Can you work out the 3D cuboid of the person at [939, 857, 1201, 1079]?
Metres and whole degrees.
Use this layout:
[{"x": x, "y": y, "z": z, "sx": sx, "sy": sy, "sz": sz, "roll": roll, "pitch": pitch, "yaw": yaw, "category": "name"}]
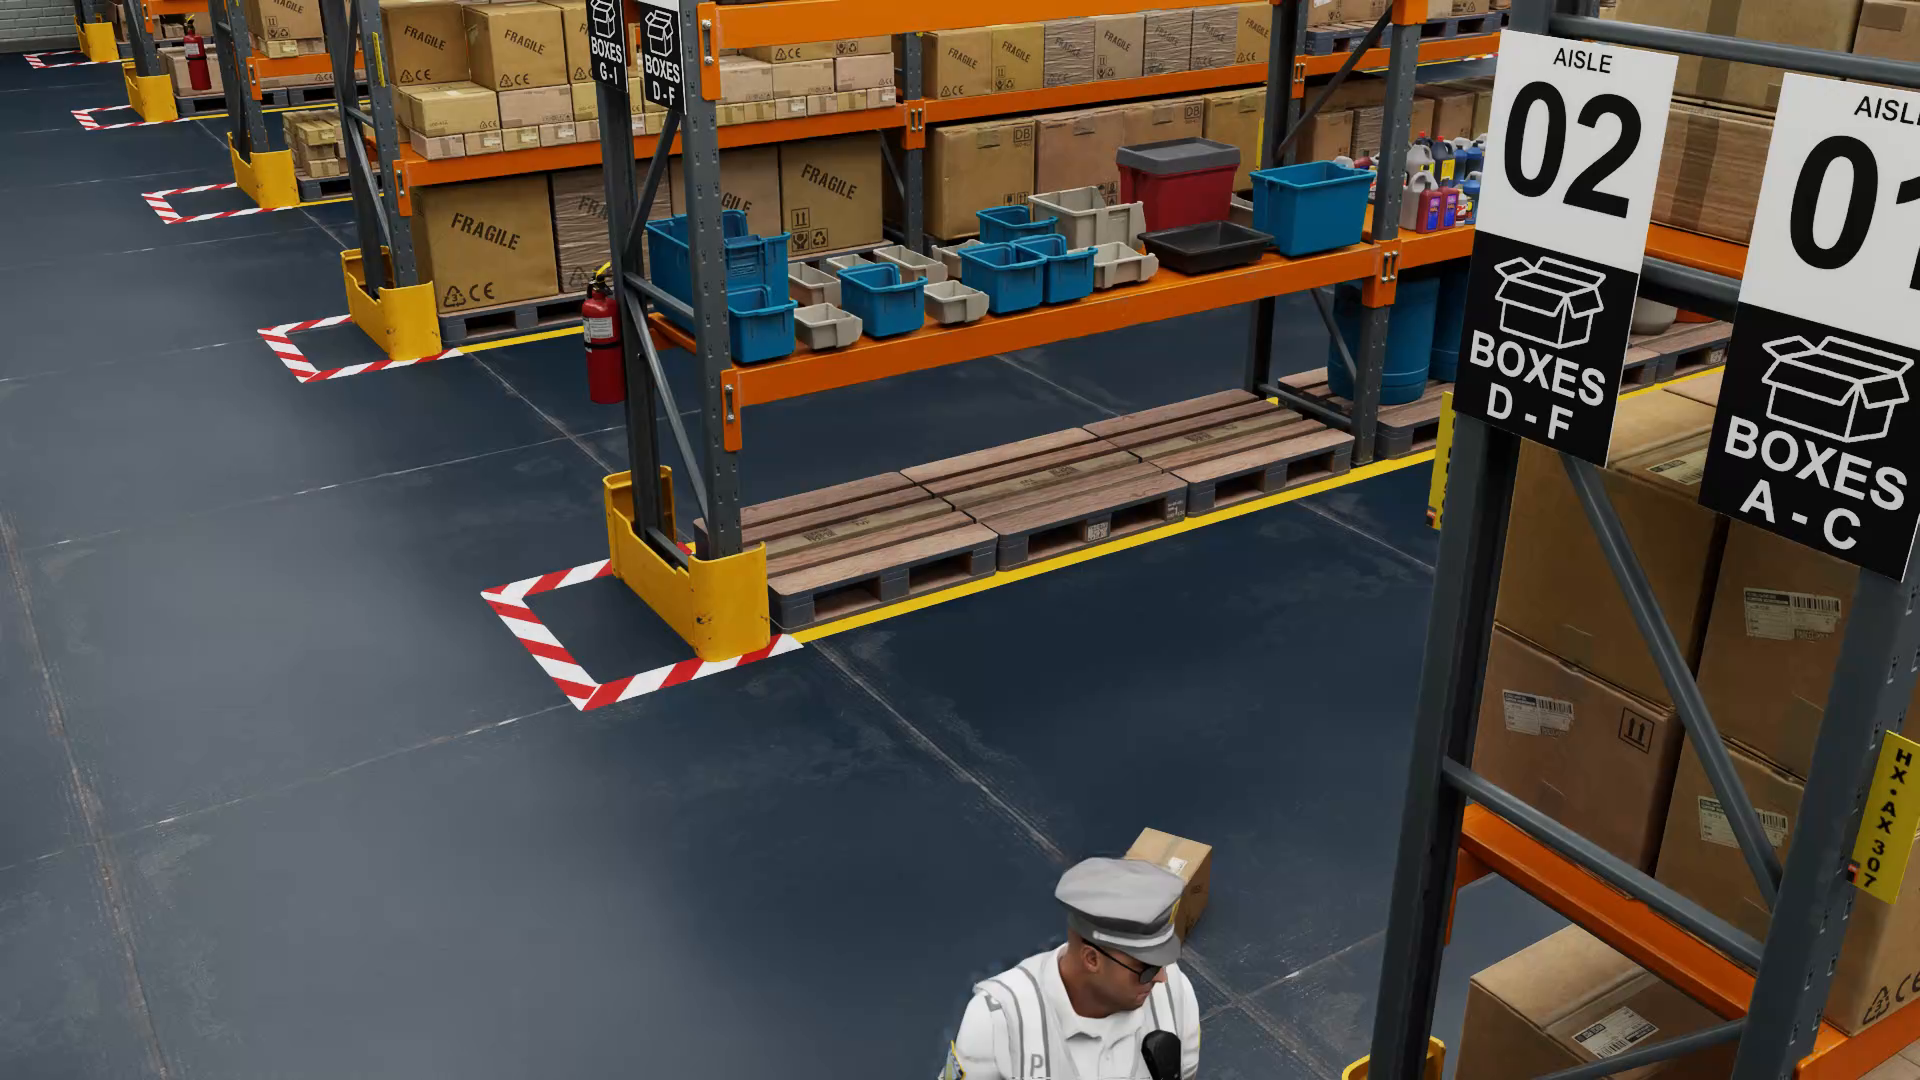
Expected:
[{"x": 0.207, "y": 1.446, "z": 3.544, "sx": 0.627, "sy": 1.786, "sz": 0.609, "roll": -10, "pitch": 27, "yaw": -21, "category": "person"}]
